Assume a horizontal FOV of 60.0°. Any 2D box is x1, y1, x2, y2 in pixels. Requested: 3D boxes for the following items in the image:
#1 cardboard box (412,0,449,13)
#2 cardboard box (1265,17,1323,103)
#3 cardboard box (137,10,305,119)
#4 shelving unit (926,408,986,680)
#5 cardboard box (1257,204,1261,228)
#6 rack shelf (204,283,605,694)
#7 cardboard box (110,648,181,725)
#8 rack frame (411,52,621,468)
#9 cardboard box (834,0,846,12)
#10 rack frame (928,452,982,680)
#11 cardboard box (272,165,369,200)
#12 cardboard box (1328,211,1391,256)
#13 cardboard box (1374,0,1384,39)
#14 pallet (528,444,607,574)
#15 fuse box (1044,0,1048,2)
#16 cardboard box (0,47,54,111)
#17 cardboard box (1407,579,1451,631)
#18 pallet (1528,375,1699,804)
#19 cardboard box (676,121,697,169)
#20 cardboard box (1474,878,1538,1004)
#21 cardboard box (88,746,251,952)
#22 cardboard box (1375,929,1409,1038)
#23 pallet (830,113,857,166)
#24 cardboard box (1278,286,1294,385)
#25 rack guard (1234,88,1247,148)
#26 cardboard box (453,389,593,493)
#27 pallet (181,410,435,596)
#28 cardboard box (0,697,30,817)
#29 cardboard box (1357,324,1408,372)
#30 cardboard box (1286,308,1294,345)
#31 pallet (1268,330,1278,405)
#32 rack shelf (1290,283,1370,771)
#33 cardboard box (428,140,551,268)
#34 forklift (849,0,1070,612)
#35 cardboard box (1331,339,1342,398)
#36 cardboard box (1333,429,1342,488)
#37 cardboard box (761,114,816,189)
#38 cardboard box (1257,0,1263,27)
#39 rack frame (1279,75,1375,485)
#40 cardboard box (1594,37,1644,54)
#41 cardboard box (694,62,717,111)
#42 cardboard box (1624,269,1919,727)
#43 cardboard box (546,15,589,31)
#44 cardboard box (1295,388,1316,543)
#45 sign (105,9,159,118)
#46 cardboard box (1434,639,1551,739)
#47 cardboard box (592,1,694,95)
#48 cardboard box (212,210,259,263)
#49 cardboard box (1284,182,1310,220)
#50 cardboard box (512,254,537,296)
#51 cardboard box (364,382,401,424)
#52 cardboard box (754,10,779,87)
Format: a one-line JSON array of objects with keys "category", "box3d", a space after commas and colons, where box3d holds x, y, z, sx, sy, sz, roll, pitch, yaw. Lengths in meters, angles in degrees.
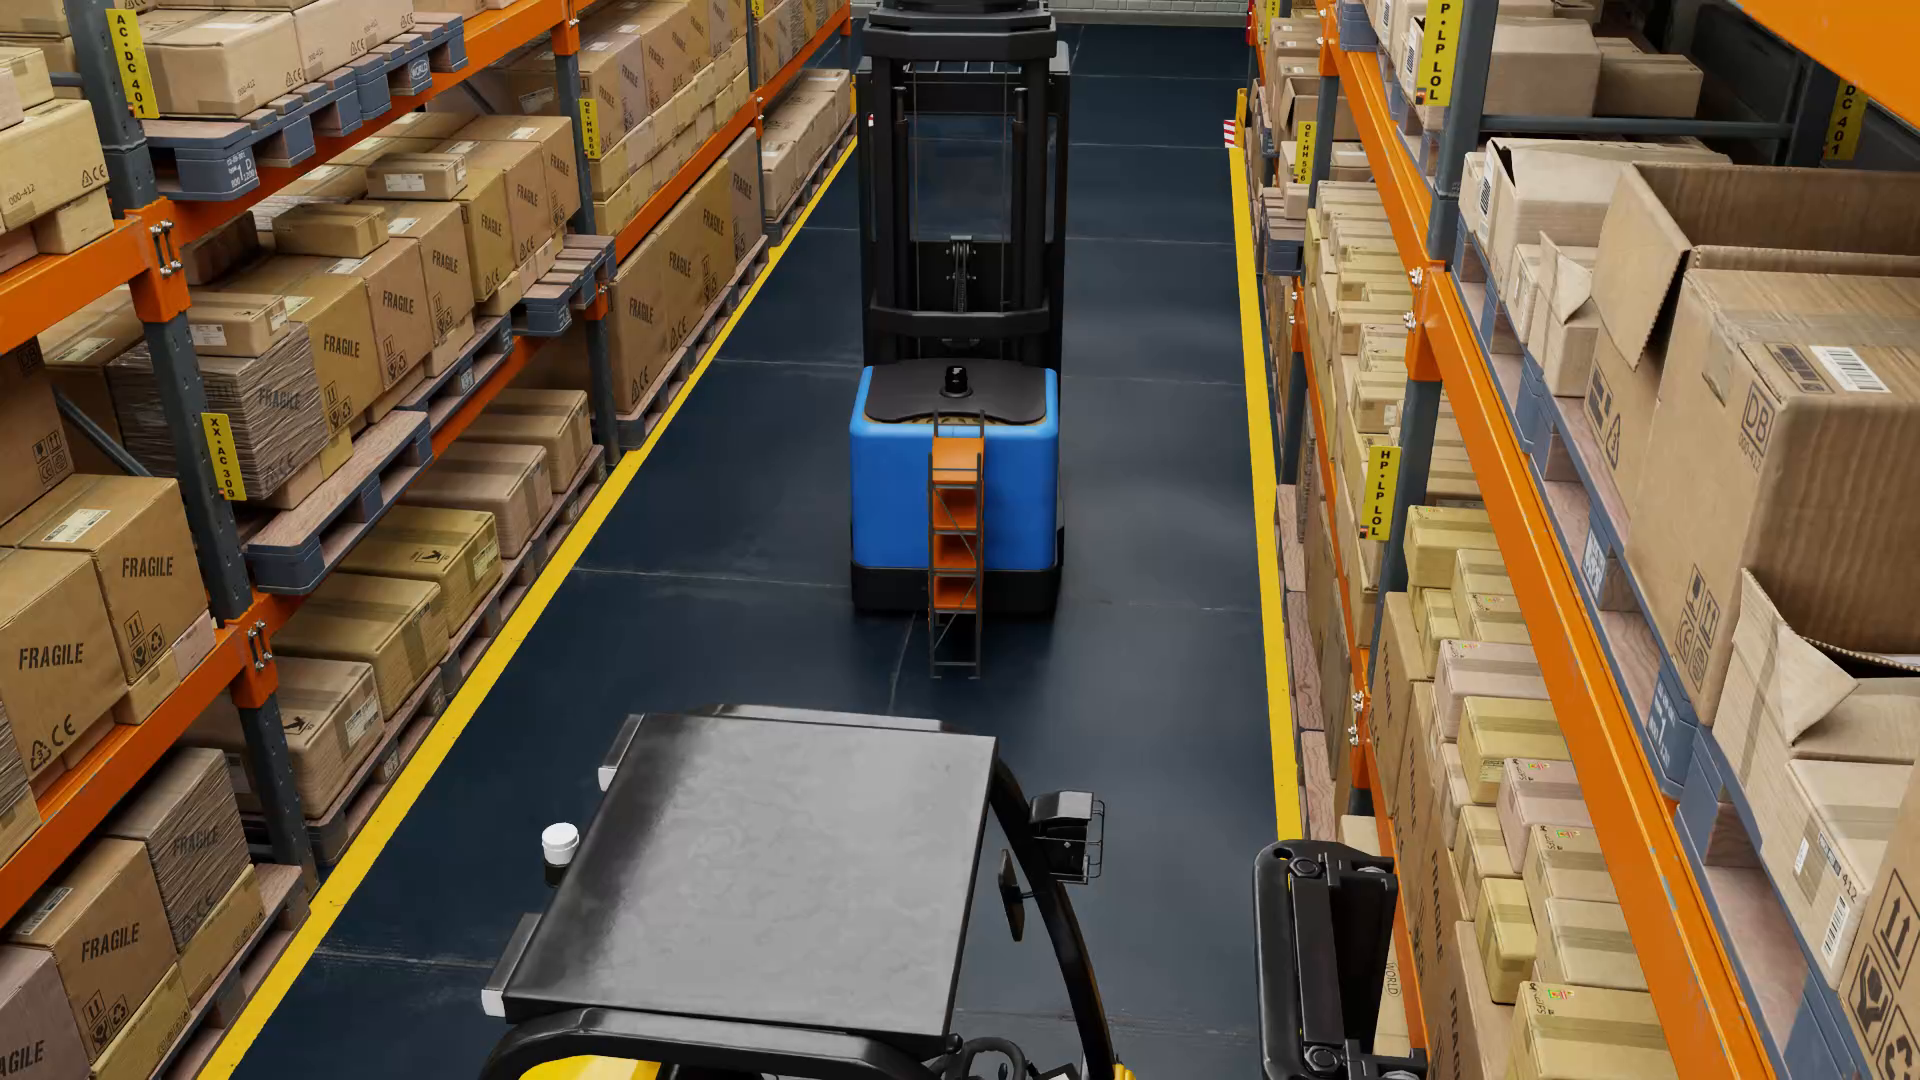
[{"category": "cardboard box", "box3d": [-2.734, -2.460, 7.382, 0.797, 0.503, 0.637, 3, 28, 6]}, {"category": "cardboard box", "box3d": [2.560, -3.424, 11.894, 0.700, 0.500, 0.500, 4, 29, 7]}, {"category": "cardboard box", "box3d": [-2.596, -1.622, 5.650, 0.500, 0.250, 0.500, 3, 28, 5]}, {"category": "shelving unit", "box3d": [-0.014, 0.023, 7.943, 0.258, 1.200, 0.503, 1, 28, 2]}, {"category": "cardboard box", "box3d": [2.618, -2.619, 13.511, 0.380, 0.149, 0.250, 3, 28, 5]}, {"category": "rack shelf", "box3d": [-2.821, -0.555, 7.876, 1.077, 0.370, 4.000, 3, 28, 6]}, {"category": "cardboard box", "box3d": [-2.827, 0.467, 5.485, 0.380, 0.149, 0.250, 4, 29, 7]}, {"category": "rack frame", "box3d": [-2.576, -1.813, 9.453, 1.000, 3.000, 0.127, 3, 28, 6]}, {"category": "cardboard box", "box3d": [-1.392, -5.381, 15.969, 0.500, 0.500, 0.500, 4, 29, 6]}, {"category": "rack frame", "box3d": [-0.024, 0.138, 7.728, 0.240, 1.200, 0.015, 1, 28, 2]}, {"category": "cardboard box", "box3d": [-2.976, -1.479, 7.970, 0.500, 0.500, 0.500, 4, 29, 7]}, {"category": "cardboard box", "box3d": [1.982, -1.475, 8.036, 0.380, 0.149, 0.250, 4, 29, 8]}, {"category": "cardboard box", "box3d": [1.789, -1.981, 6.318, 0.380, 0.149, 0.250, 3, 28, 6]}, {"category": "pallet", "box3d": [-2.673, -0.218, 9.432, 1.003, 0.211, 1.213, 3, 28, 6]}, {"category": "fuse box", "box3d": [1.139, -7.477, 21.324, 0.539, 1.711, 0.414, 3, 28, 6]}, {"category": "cardboard box", "box3d": [-2.888, -1.330, 4.817, 0.380, 0.149, 0.250, 4, 29, 7]}, {"category": "cardboard box", "box3d": [1.561, 0.161, 4.998, 0.380, 0.149, 0.250, 3, 28, 5]}, {"category": "pallet", "box3d": [1.630, 0.050, 2.925, 1.003, 0.211, 1.213, 3, 28, 6]}, {"category": "cardboard box", "box3d": [-2.094, -2.685, 11.229, 0.500, 0.250, 0.500, 3, 28, 6]}, {"category": "cardboard box", "box3d": [1.352, 0.888, 3.650, 0.380, 0.149, 0.250, 3, 28, 5]}, {"category": "cardboard box", "box3d": [-2.872, 1.059, 5.787, 0.500, 0.500, 0.500, 3, 28, 5]}, {"category": "cardboard box", "box3d": [1.417, 1.391, 4.907, 0.500, 0.250, 0.500, 3, 28, 6]}, {"category": "pallet", "box3d": [-1.616, -3.970, 16.397, 1.003, 0.211, 1.213, 3, 28, 6]}, {"category": "cardboard box", "box3d": [2.323, -1.304, 10.701, 0.500, 0.500, 0.500, 5, 29, 8]}, {"category": "rack guard", "box3d": [3.322, -4.156, 16.437, 1.175, 0.500, 0.348, 3, 28, 6]}, {"category": "cardboard box", "box3d": [-2.655, -0.576, 9.484, 0.950, 0.372, 0.625, 1, 28, 3]}, {"category": "pallet", "box3d": [-2.828, -0.197, 6.656, 1.003, 0.211, 1.213, 3, 28, 6]}, {"category": "cardboard box", "box3d": [-2.989, 0.605, 4.545, 0.500, 0.500, 0.500, 4, 29, 8]}, {"category": "cardboard box", "box3d": [1.810, -0.750, 6.691, 0.380, 0.149, 0.250, 4, 29, 7]}, {"category": "cardboard box", "box3d": [2.163, -1.274, 9.961, 0.380, 0.149, 0.250, 2, 28, 4]}, {"category": "pallet", "box3d": [2.632, -1.221, 11.294, 1.003, 0.211, 1.213, 3, 28, 6]}, {"category": "rack shelf", "box3d": [2.106, -0.268, 7.344, 1.077, 0.370, 4.000, 3, 28, 6]}, {"category": "cardboard box", "box3d": [-2.408, -1.699, 8.379, 0.500, 0.500, 0.500, 3, 28, 5]}, {"category": "forklift", "box3d": [0.024, -1.585, 9.102, 1.130, 2.935, 3.031, 1, 28, 2]}, {"category": "cardboard box", "box3d": [1.872, -0.763, 7.135, 0.500, 0.250, 0.500, 4, 29, 7]}, {"category": "cardboard box", "box3d": [1.810, -0.299, 6.801, 0.500, 0.250, 0.500, 4, 29, 7]}, {"category": "cardboard box", "box3d": [-1.793, -3.464, 14.776, 0.875, 0.438, 0.875, 3, 28, 5]}, {"category": "cardboard box", "box3d": [2.888, -4.683, 14.625, 0.500, 0.250, 0.500, 3, 28, 5]}, {"category": "rack frame", "box3d": [2.351, -1.527, 8.921, 1.000, 3.000, 0.127, 3, 28, 6]}, {"category": "cardboard box", "box3d": [2.071, -1.596, 5.604, 0.380, 0.149, 0.250, 3, 28, 6]}, {"category": "cardboard box", "box3d": [-2.010, -3.149, 11.563, 0.500, 0.250, 0.500, 4, 29, 7]}, {"category": "cardboard box", "box3d": [1.408, -0.053, 2.370, 0.700, 0.500, 0.500, 4, 29, 7]}, {"category": "cardboard box", "box3d": [-2.650, -3.031, 10.555, 0.500, 0.500, 0.500, 3, 28, 6]}, {"category": "cardboard box", "box3d": [2.261, -0.373, 8.841, 0.875, 0.625, 0.625, 4, 29, 8]}, {"category": "sign", "box3d": [-2.526, -1.451, 5.072, 0.100, 0.325, 0.005, 3, 28, 6]}, {"category": "cardboard box", "box3d": [1.429, 0.393, 4.256, 0.380, 0.149, 0.250, 4, 29, 7]}, {"category": "cardboard box", "box3d": [-2.078, -3.229, 10.922, 0.500, 0.500, 0.500, 4, 29, 7]}, {"category": "cardboard box", "box3d": [-3.152, -1.262, 6.884, 0.380, 0.149, 0.250, 2, 28, 4]}, {"category": "cardboard box", "box3d": [2.051, -1.932, 9.496, 0.380, 0.149, 0.250, 4, 29, 7]}, {"category": "cardboard box", "box3d": [-2.369, -1.350, 8.415, 0.380, 0.149, 0.250, 2, 28, 4]}, {"category": "cardboard box", "box3d": [-2.613, -0.620, 7.060, 0.380, 0.149, 0.250, 4, 29, 7]}, {"category": "cardboard box", "box3d": [-1.768, -3.946, 13.306, 0.500, 0.500, 0.500, 4, 29, 8]}]
